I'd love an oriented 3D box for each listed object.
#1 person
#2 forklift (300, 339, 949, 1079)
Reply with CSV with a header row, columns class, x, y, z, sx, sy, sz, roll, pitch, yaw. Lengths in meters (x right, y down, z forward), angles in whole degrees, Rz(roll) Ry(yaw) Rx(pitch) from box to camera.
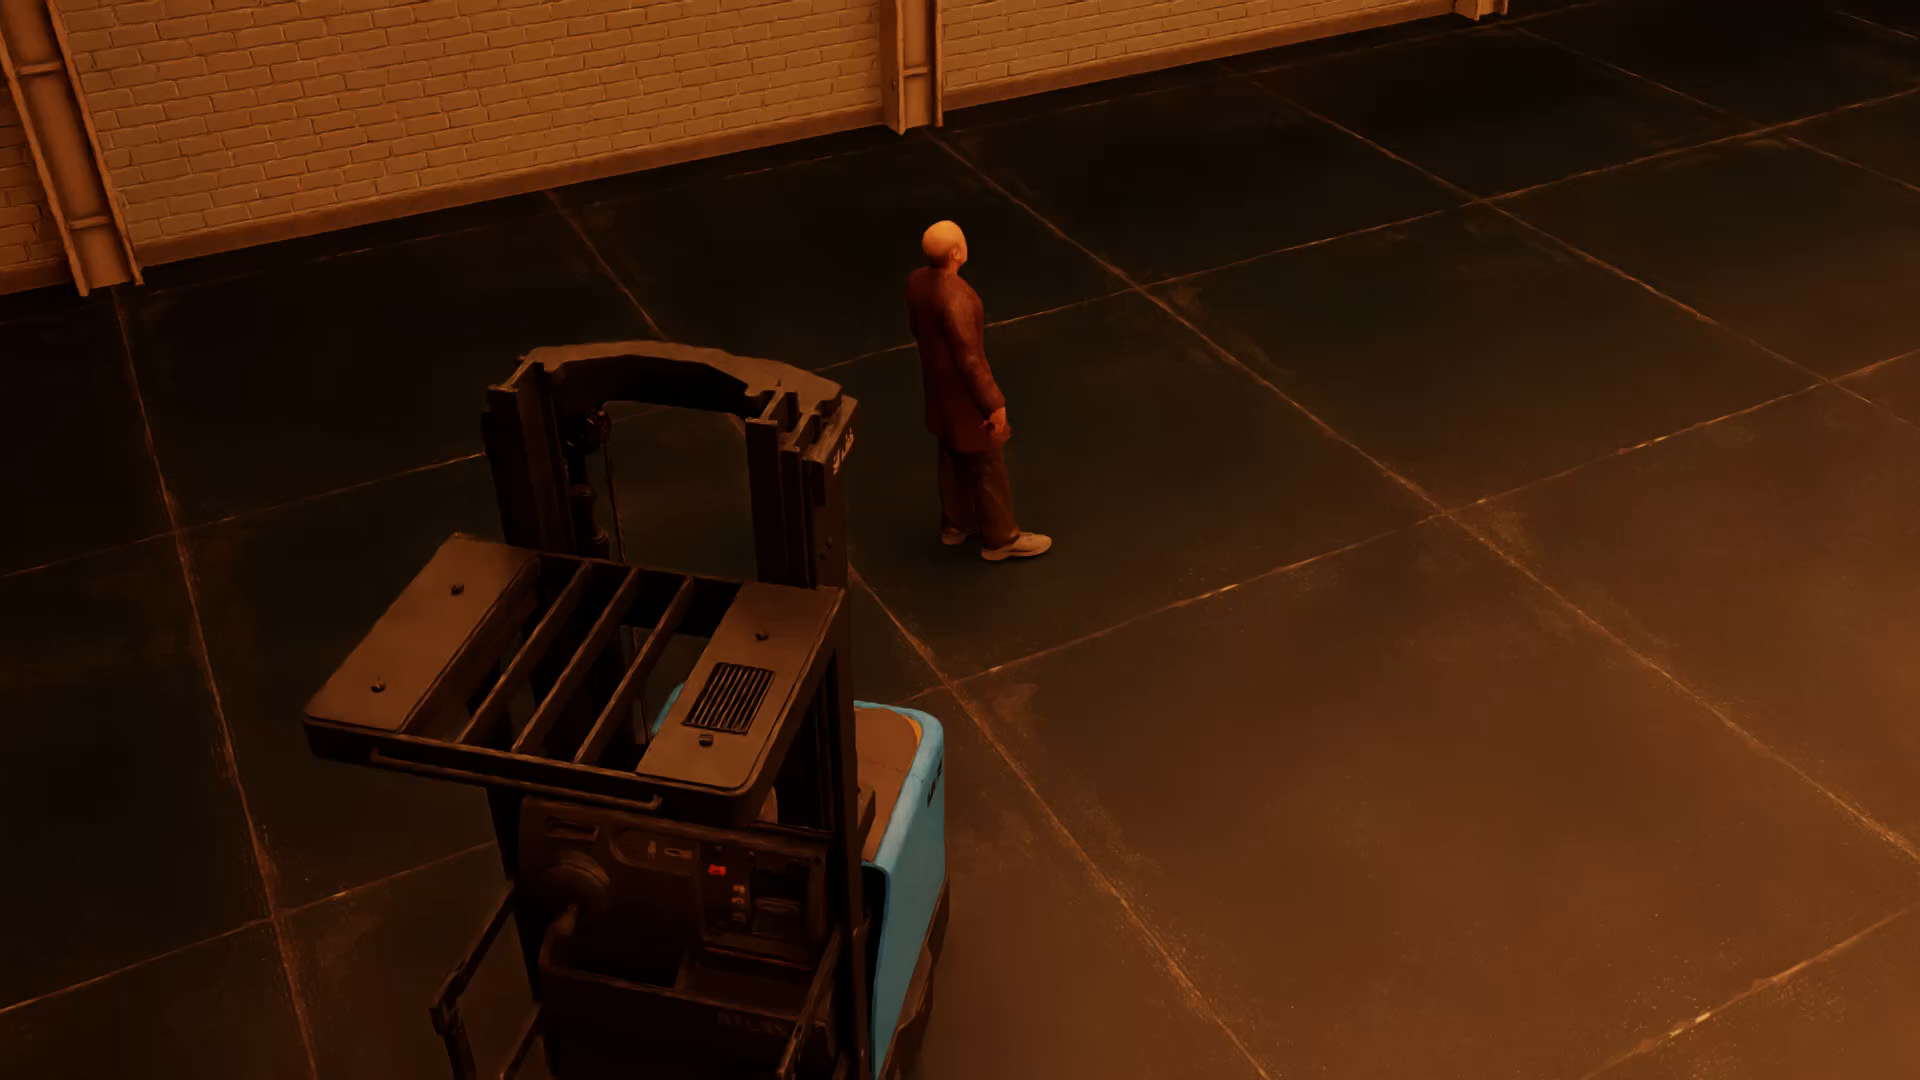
class,x,y,z,sx,sy,sz,roll,pitch,yaw
person,0.083,-0.754,8.177,0.580,1.776,0.694,-17,39,-23
forklift,-0.881,1.060,4.624,1.130,2.935,3.031,8,36,11
